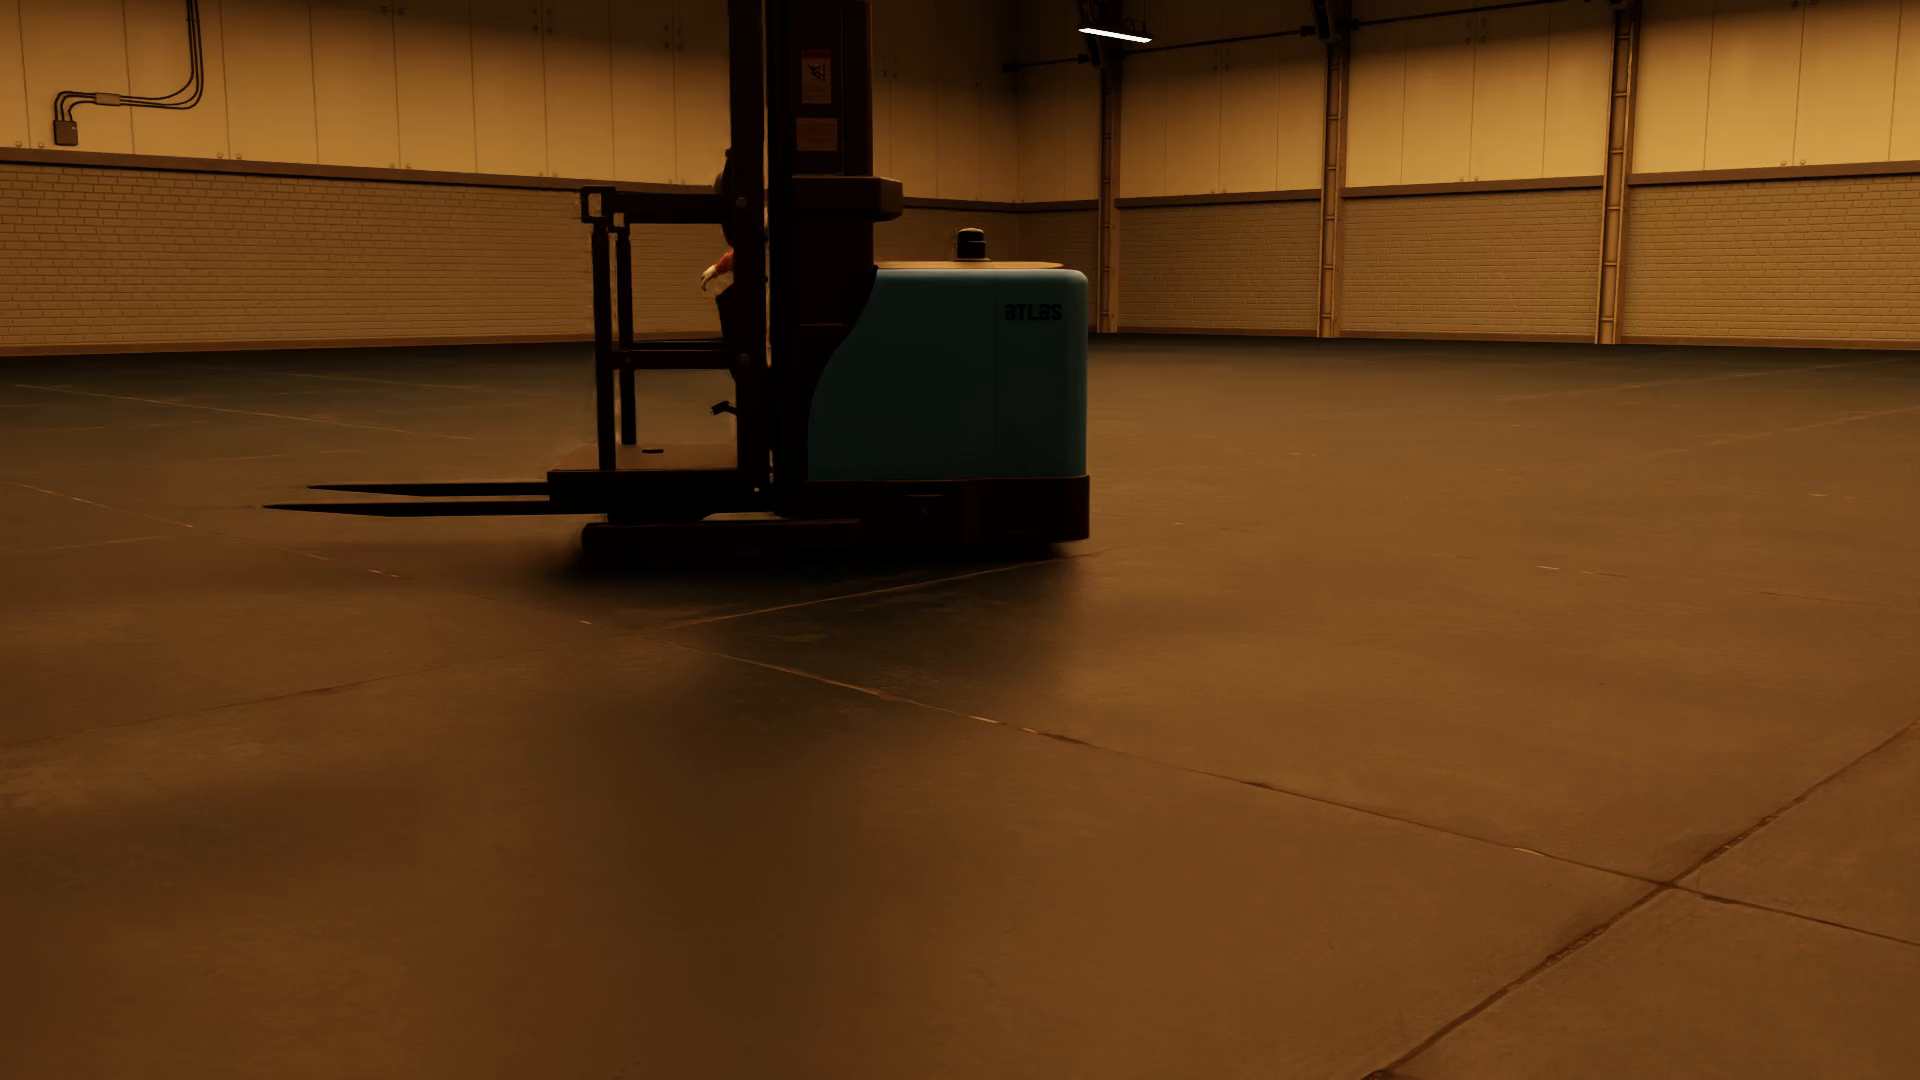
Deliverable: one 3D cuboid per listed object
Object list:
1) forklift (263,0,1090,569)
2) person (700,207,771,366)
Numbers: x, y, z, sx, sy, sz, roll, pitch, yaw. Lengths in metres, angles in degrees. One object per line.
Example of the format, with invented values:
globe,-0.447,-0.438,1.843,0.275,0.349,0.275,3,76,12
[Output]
forklift,-1.066,-1.427,6.350,3.031,2.935,1.130,-1,9,-7
person,-0.916,-1.278,9.434,1.026,1.795,0.650,-4,10,-26
